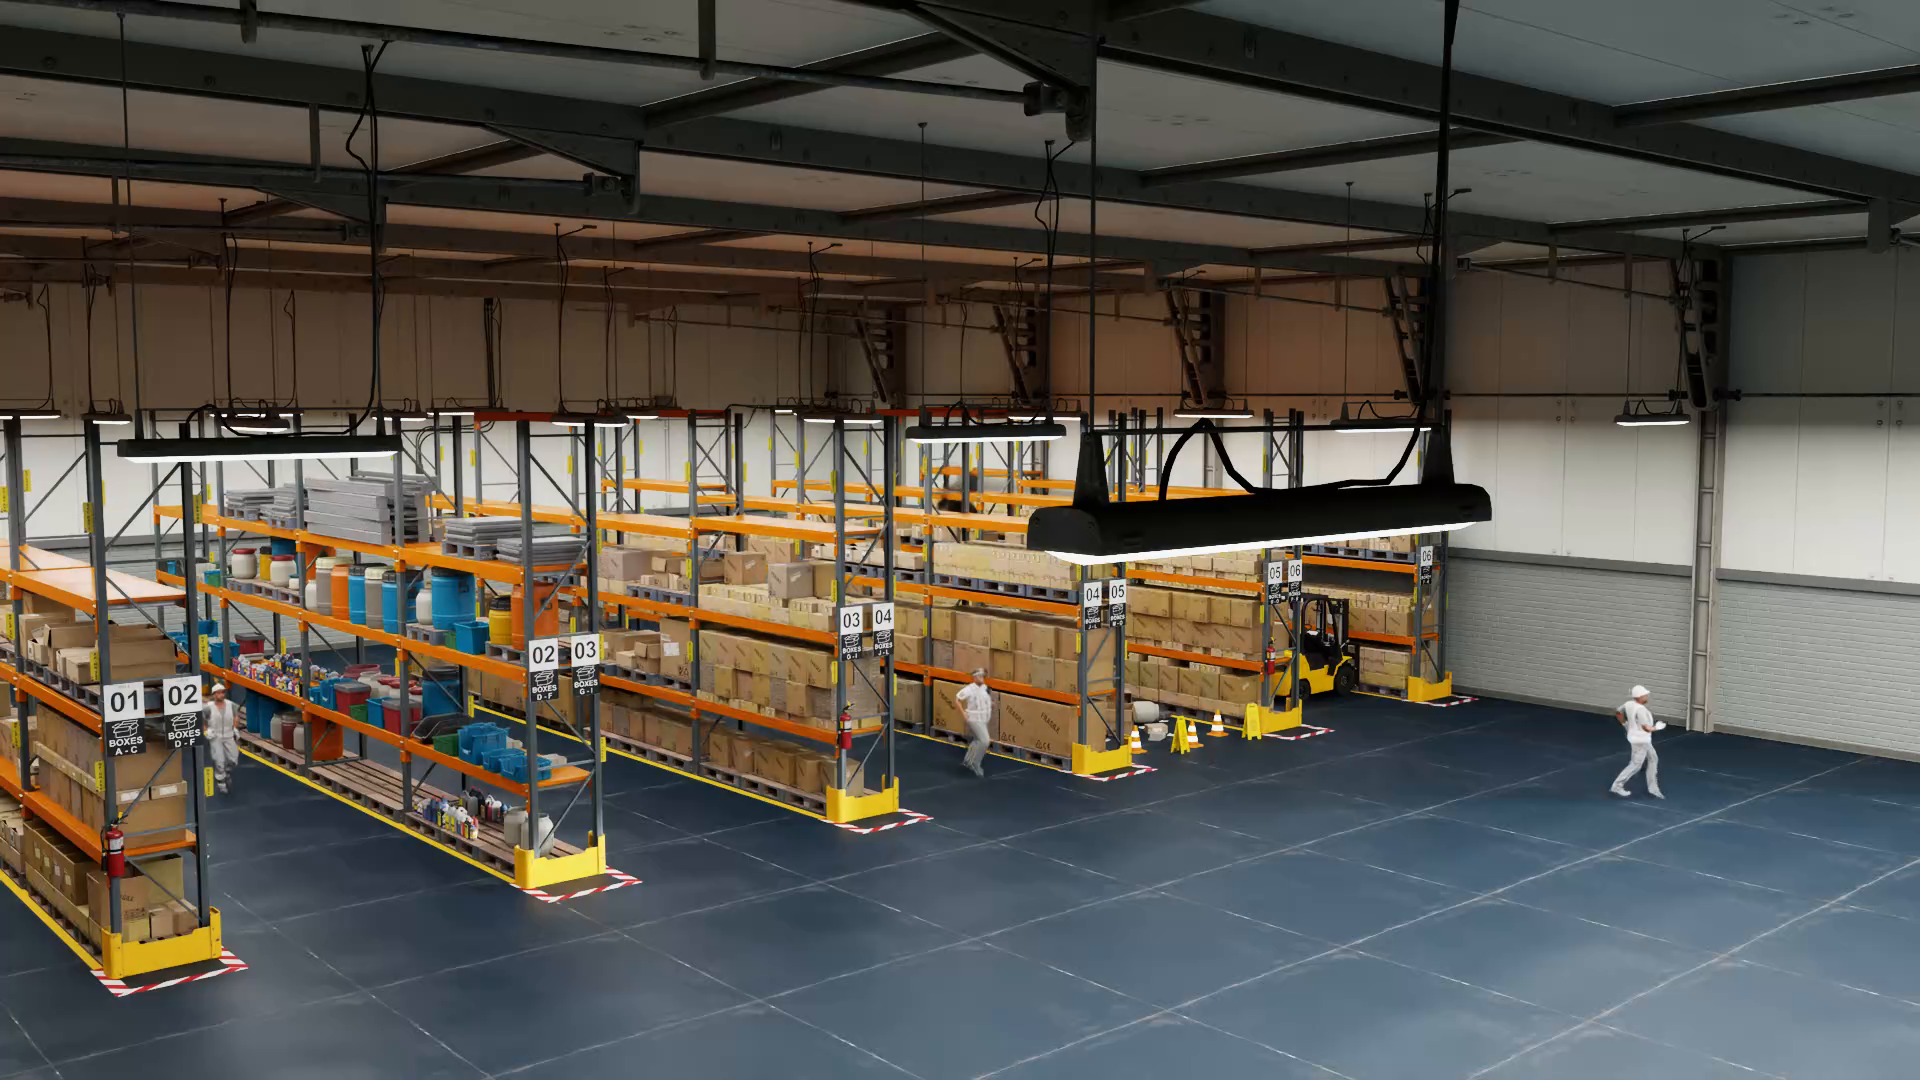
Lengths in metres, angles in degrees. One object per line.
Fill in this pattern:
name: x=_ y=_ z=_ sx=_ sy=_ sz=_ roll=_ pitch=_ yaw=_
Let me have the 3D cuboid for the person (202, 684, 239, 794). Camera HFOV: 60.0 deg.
person: x=-11.708 y=3.145 z=26.319 sx=0.661 sy=1.745 sz=0.586 roll=-4 pitch=7 yaw=-40

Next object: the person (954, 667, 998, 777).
person: x=0.321 y=3.027 z=27.691 sx=0.731 sy=1.828 sz=0.635 roll=3 pitch=6 yaw=34

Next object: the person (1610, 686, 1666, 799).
person: x=10.632 y=3.172 z=26.002 sx=0.871 sy=1.815 sz=0.690 roll=1 pitch=5 yaw=9
